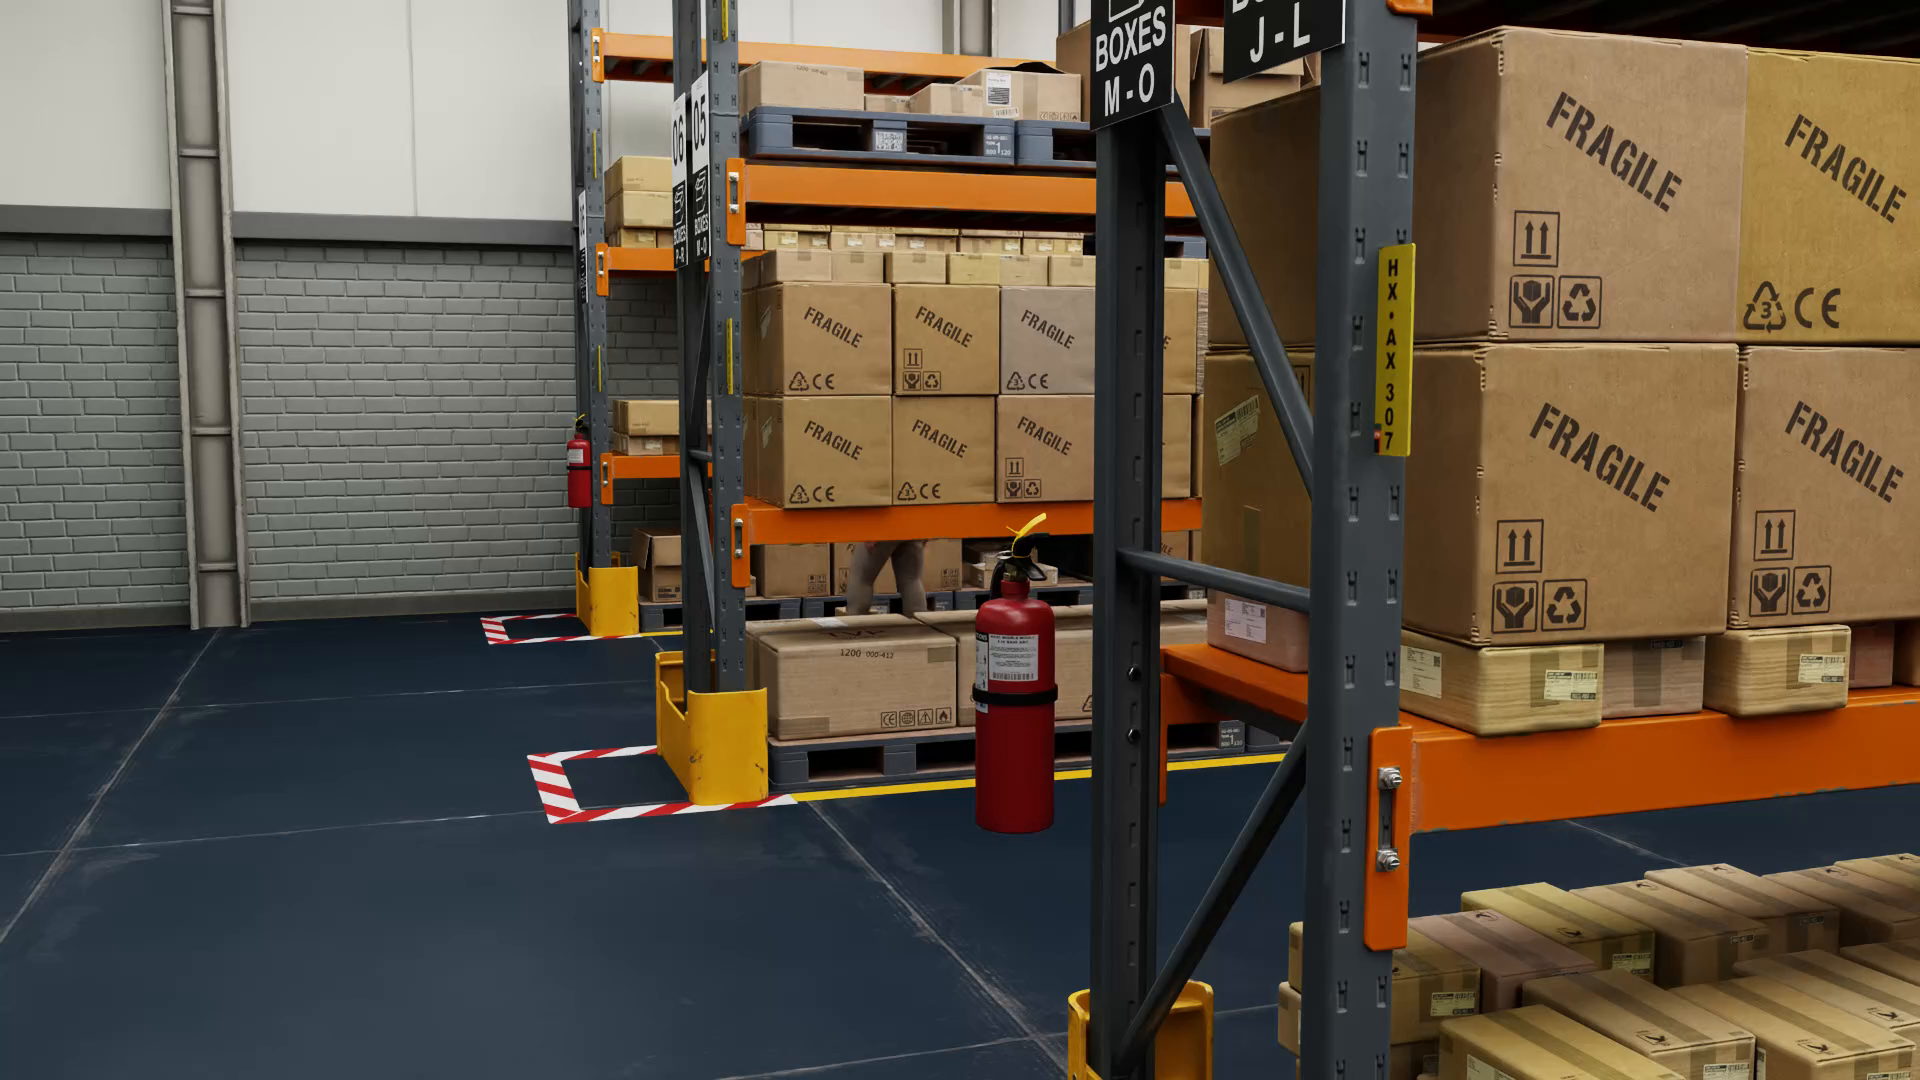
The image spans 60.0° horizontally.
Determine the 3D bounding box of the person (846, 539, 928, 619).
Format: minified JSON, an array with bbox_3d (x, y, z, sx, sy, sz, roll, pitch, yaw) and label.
[{"bbox_3d":[-0.547,-0.090,11.204,0.624,1.721,0.625,5,8,44],"label":"person"}]
